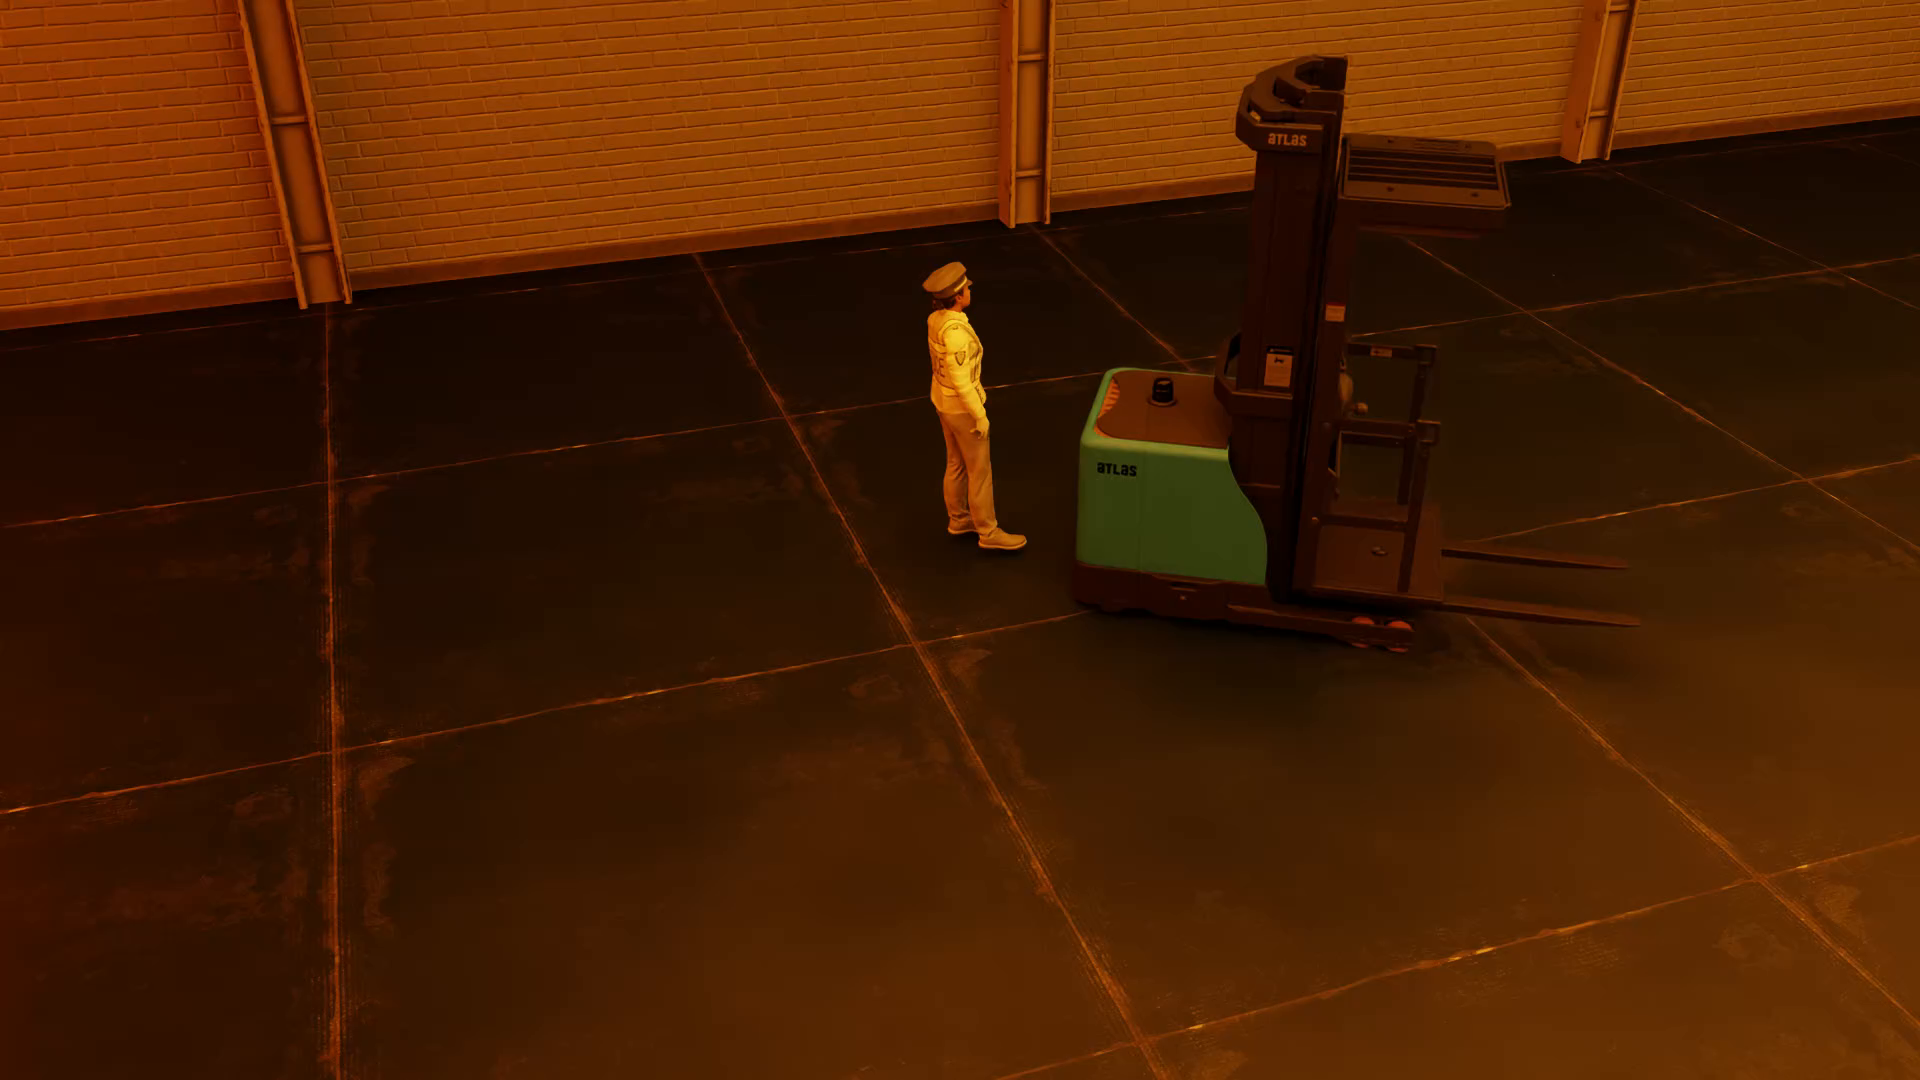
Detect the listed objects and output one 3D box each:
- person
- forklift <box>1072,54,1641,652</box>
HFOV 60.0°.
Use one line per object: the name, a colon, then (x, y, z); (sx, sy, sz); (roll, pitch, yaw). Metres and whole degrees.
person: (0.069, -0.784, 9.604); (0.525, 1.695, 0.600); (-9, 31, -16)
forklift: (2.201, -0.956, 8.748); (3.031, 2.935, 1.130); (6, 31, 11)
